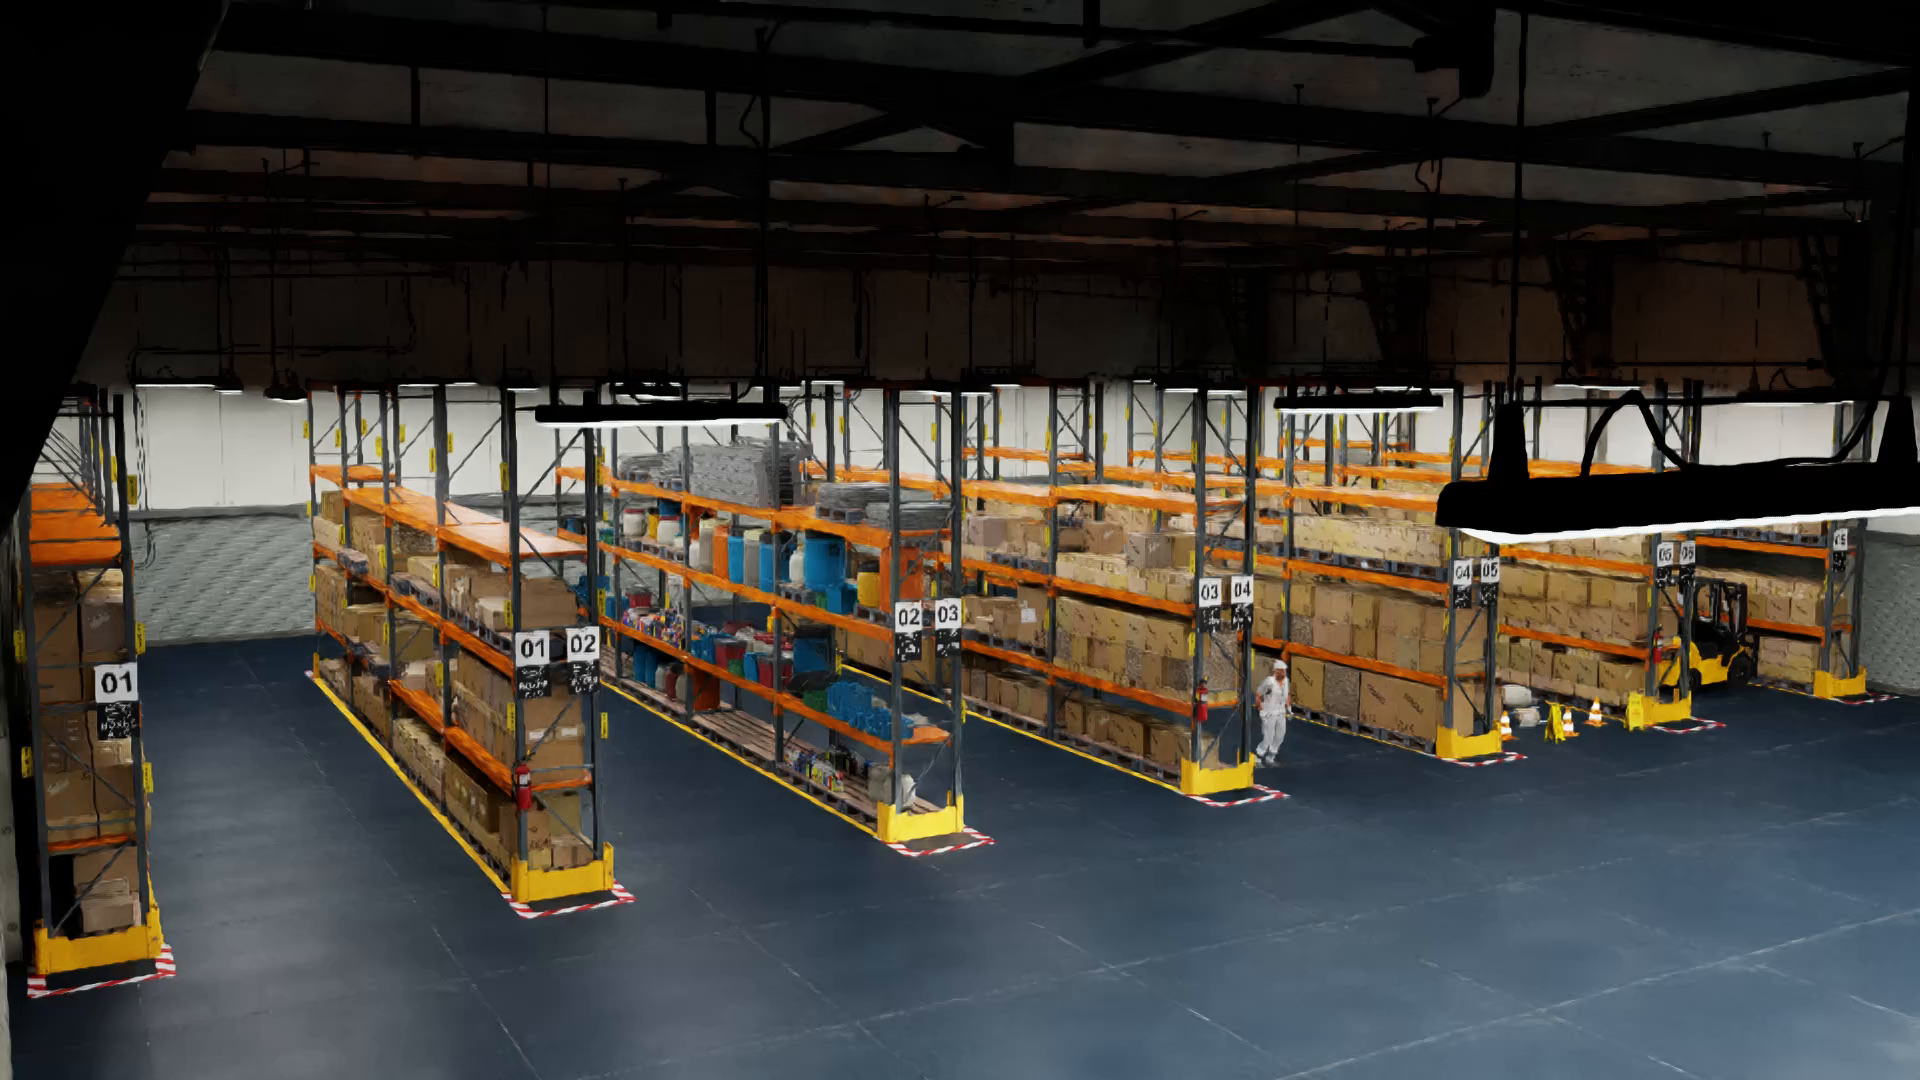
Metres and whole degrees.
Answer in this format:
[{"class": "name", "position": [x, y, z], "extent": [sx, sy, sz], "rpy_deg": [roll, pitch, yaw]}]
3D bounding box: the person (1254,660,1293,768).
[{"class": "person", "position": [4.905, 2.715, 25.969], "extent": [0.677, 1.742, 0.552], "rpy_deg": [-4, 7, -31]}]

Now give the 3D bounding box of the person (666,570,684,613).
[{"class": "person", "position": [-7.058, 1.039, 41.652], "extent": [0.599, 1.744, 0.583], "rpy_deg": [1, 6, 7]}]
